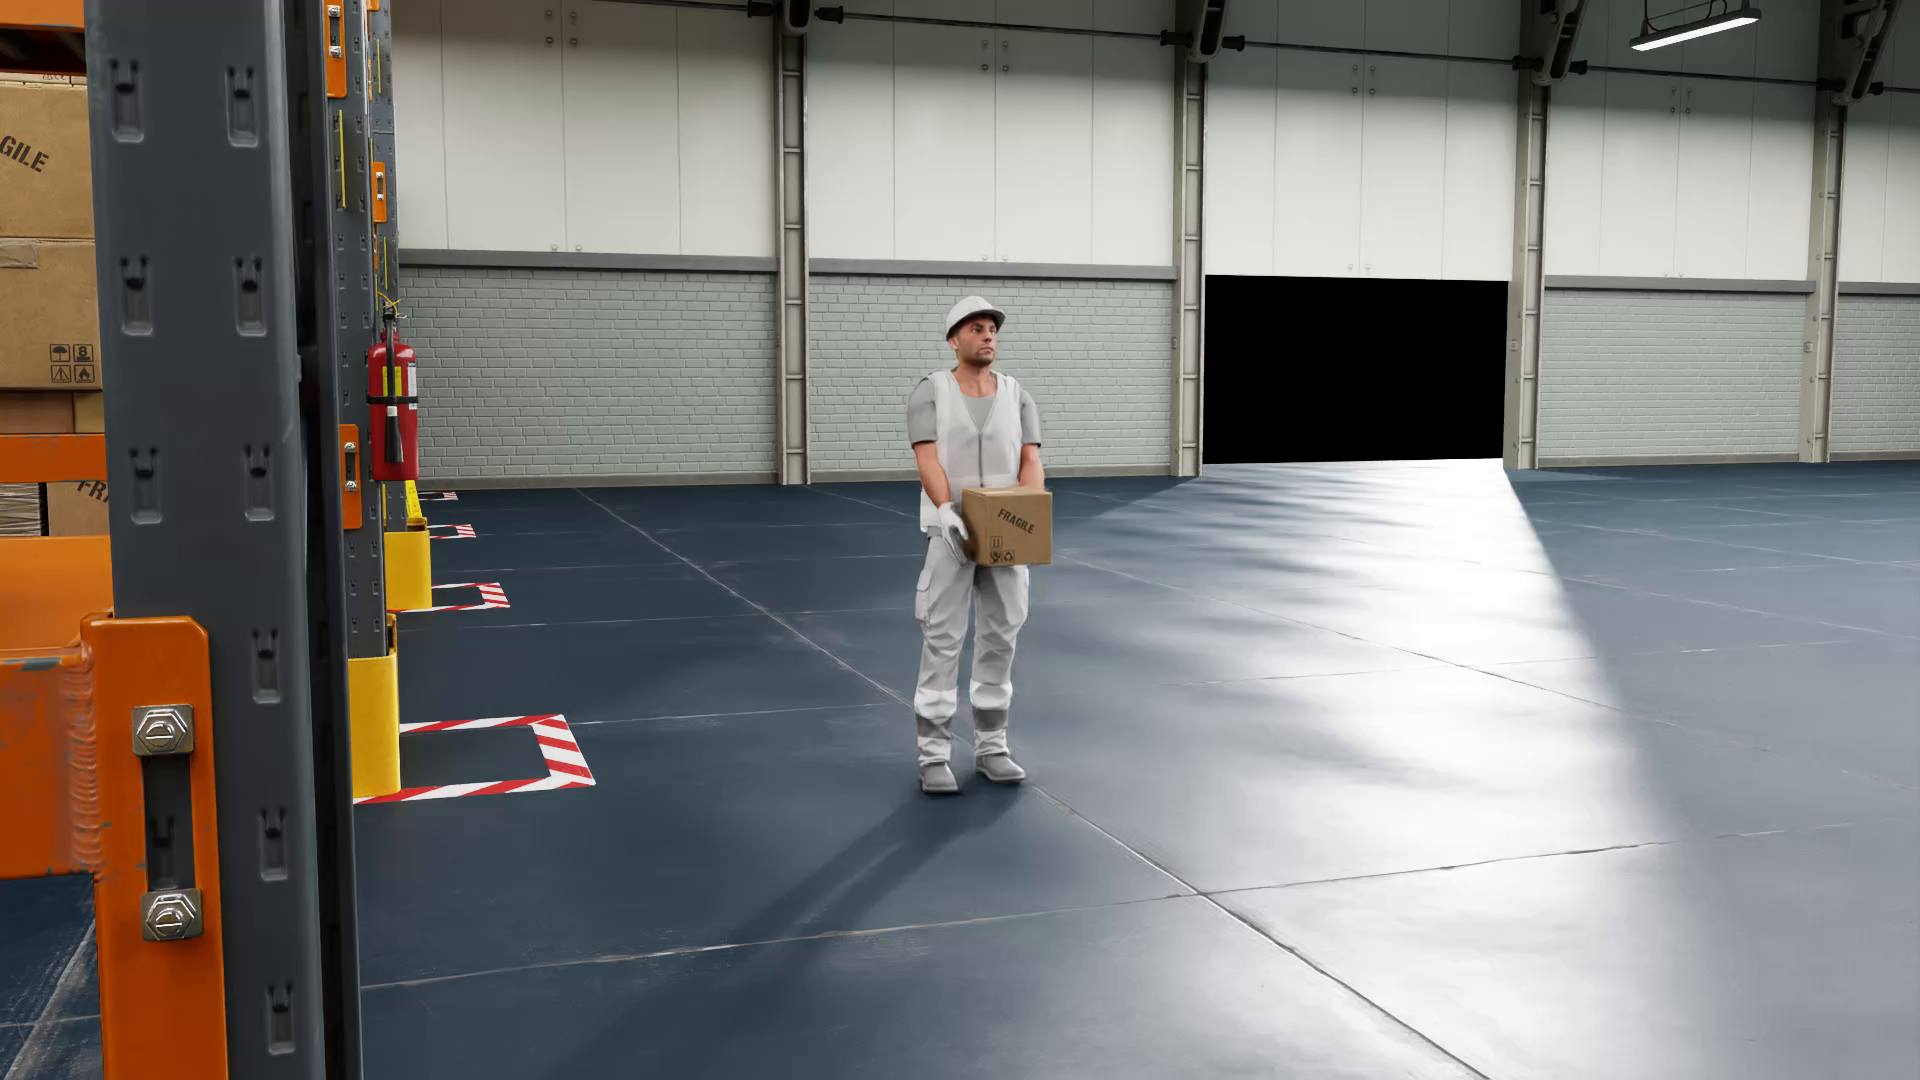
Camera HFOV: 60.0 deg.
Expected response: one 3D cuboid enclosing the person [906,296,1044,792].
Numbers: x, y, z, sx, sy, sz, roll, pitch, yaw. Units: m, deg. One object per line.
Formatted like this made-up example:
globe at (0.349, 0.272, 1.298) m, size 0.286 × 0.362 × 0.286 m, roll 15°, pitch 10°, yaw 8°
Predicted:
person at (0.079, 0.004, 6.084) m, size 0.522 × 1.793 × 0.534 m, roll -2°, pitch 6°, yaw -18°
